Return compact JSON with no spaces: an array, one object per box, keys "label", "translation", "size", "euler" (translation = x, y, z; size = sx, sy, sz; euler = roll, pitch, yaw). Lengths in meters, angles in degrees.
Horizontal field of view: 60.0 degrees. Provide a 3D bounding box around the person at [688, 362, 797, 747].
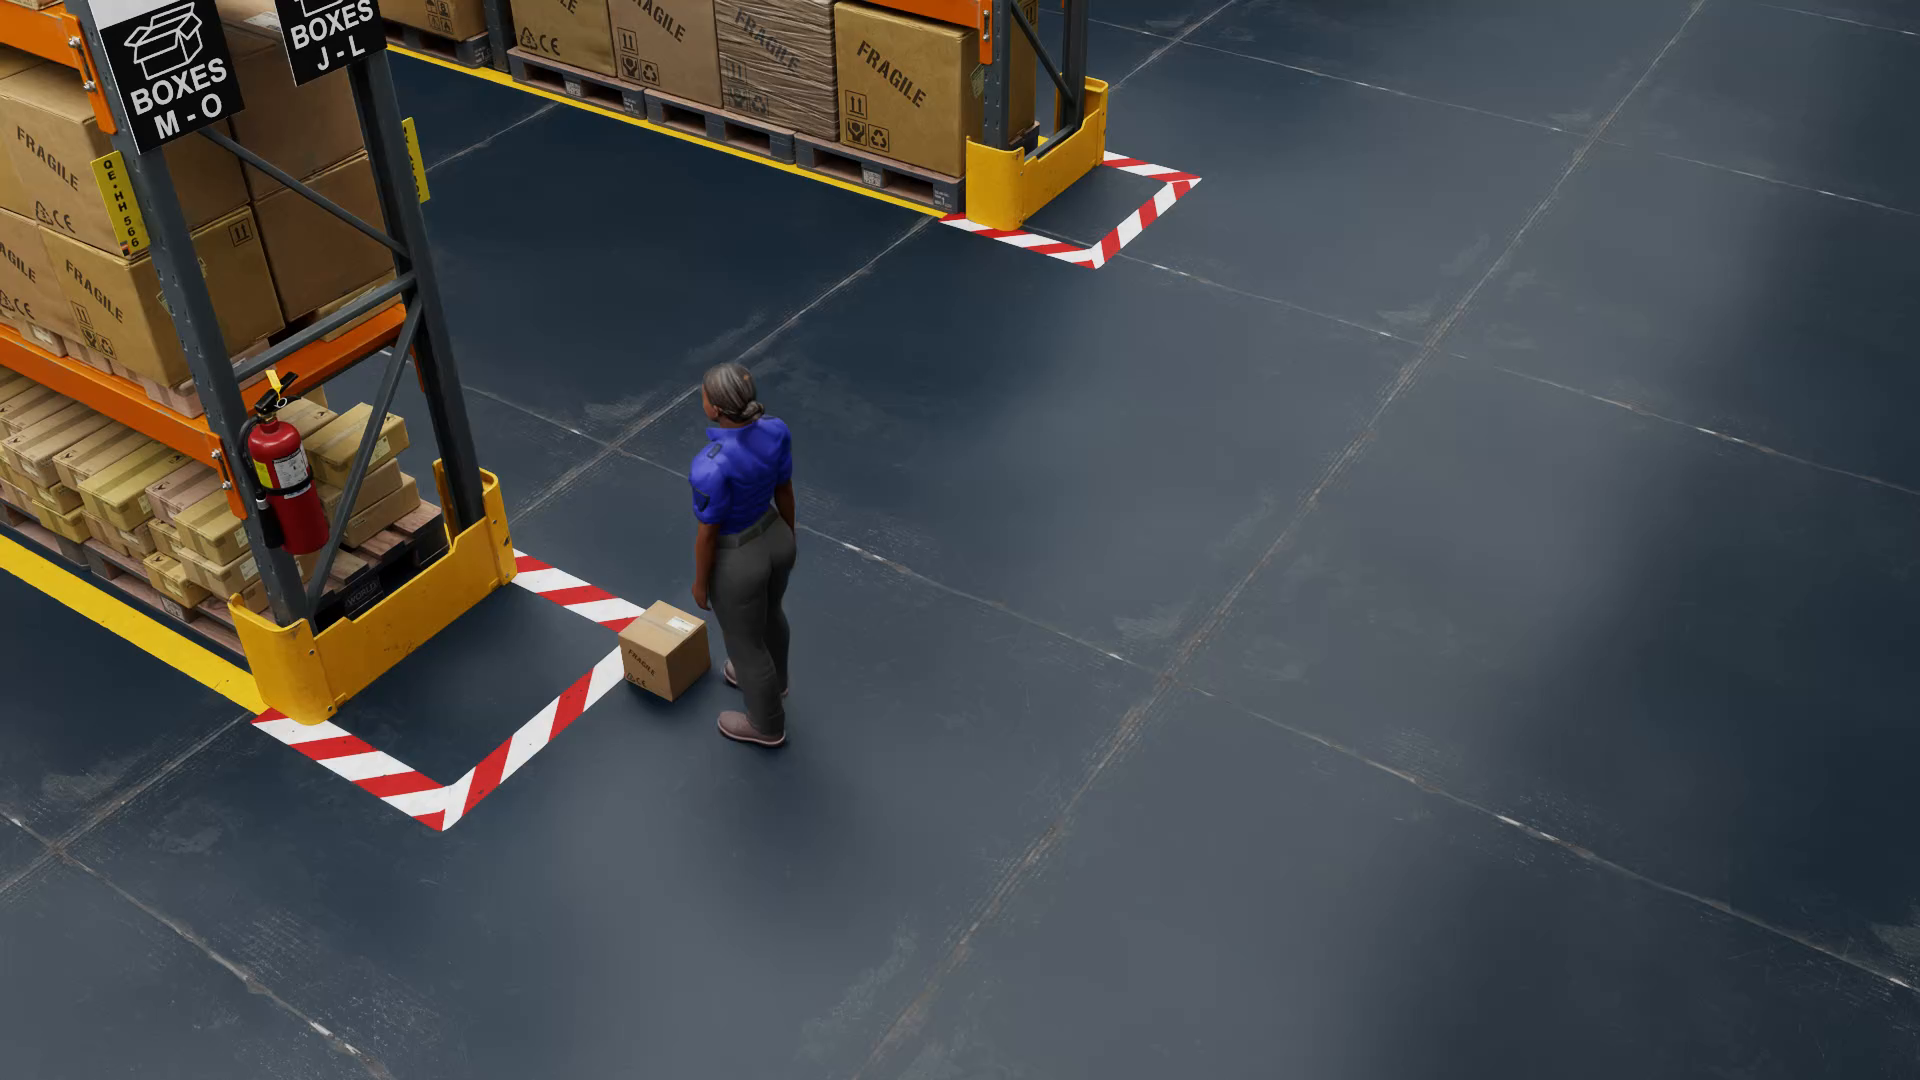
[{"label":"person","translation":[-0.841,0.045,6.098],"size":[0.452,1.657,0.449],"euler":[22,44,26]}]
